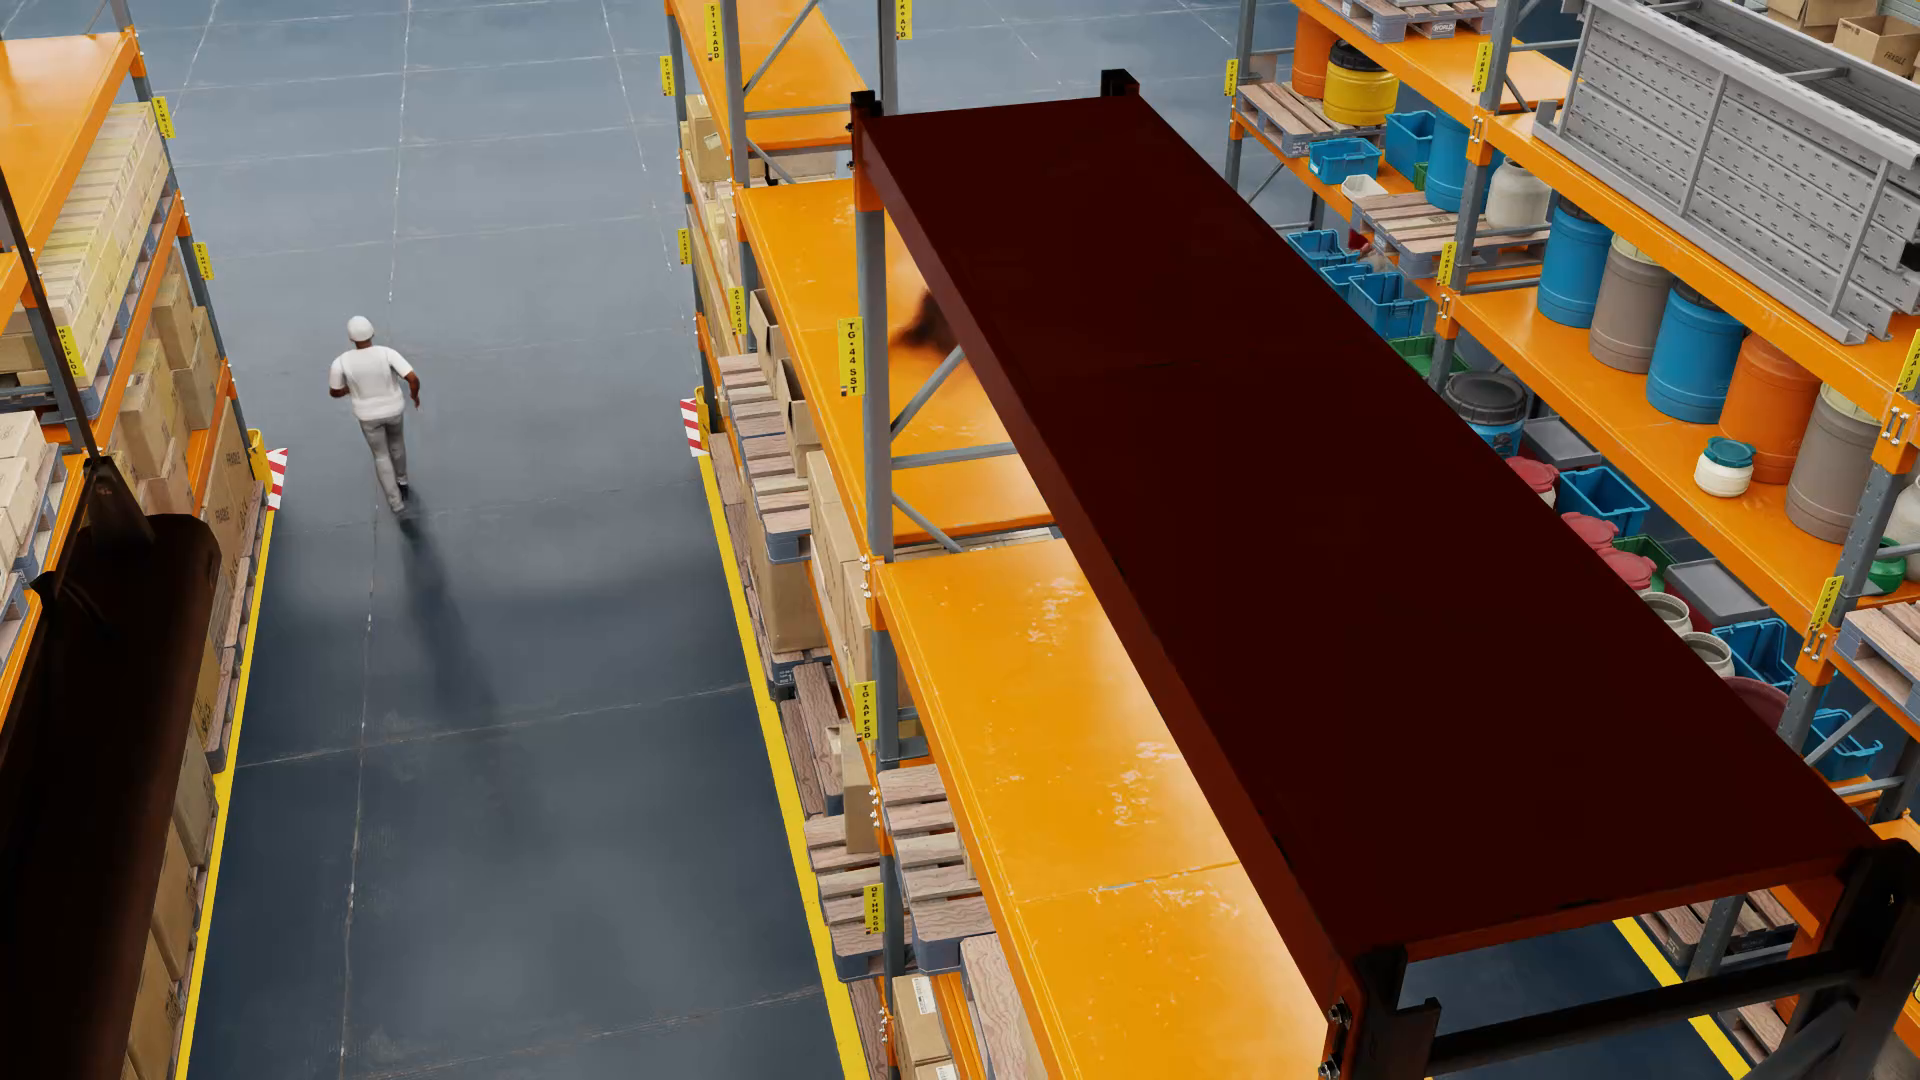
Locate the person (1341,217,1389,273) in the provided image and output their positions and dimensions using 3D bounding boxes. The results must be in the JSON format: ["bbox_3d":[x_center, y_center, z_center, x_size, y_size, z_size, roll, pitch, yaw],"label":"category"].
[{"bbox_3d":[4.044,-2.738,16.614,0.763,1.800,0.657,29,44,36],"label":"person"}]

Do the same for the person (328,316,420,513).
[{"bbox_3d":[-4.911,-1.063,14.077,0.708,1.788,0.917,-14,37,-20],"label":"person"}]
